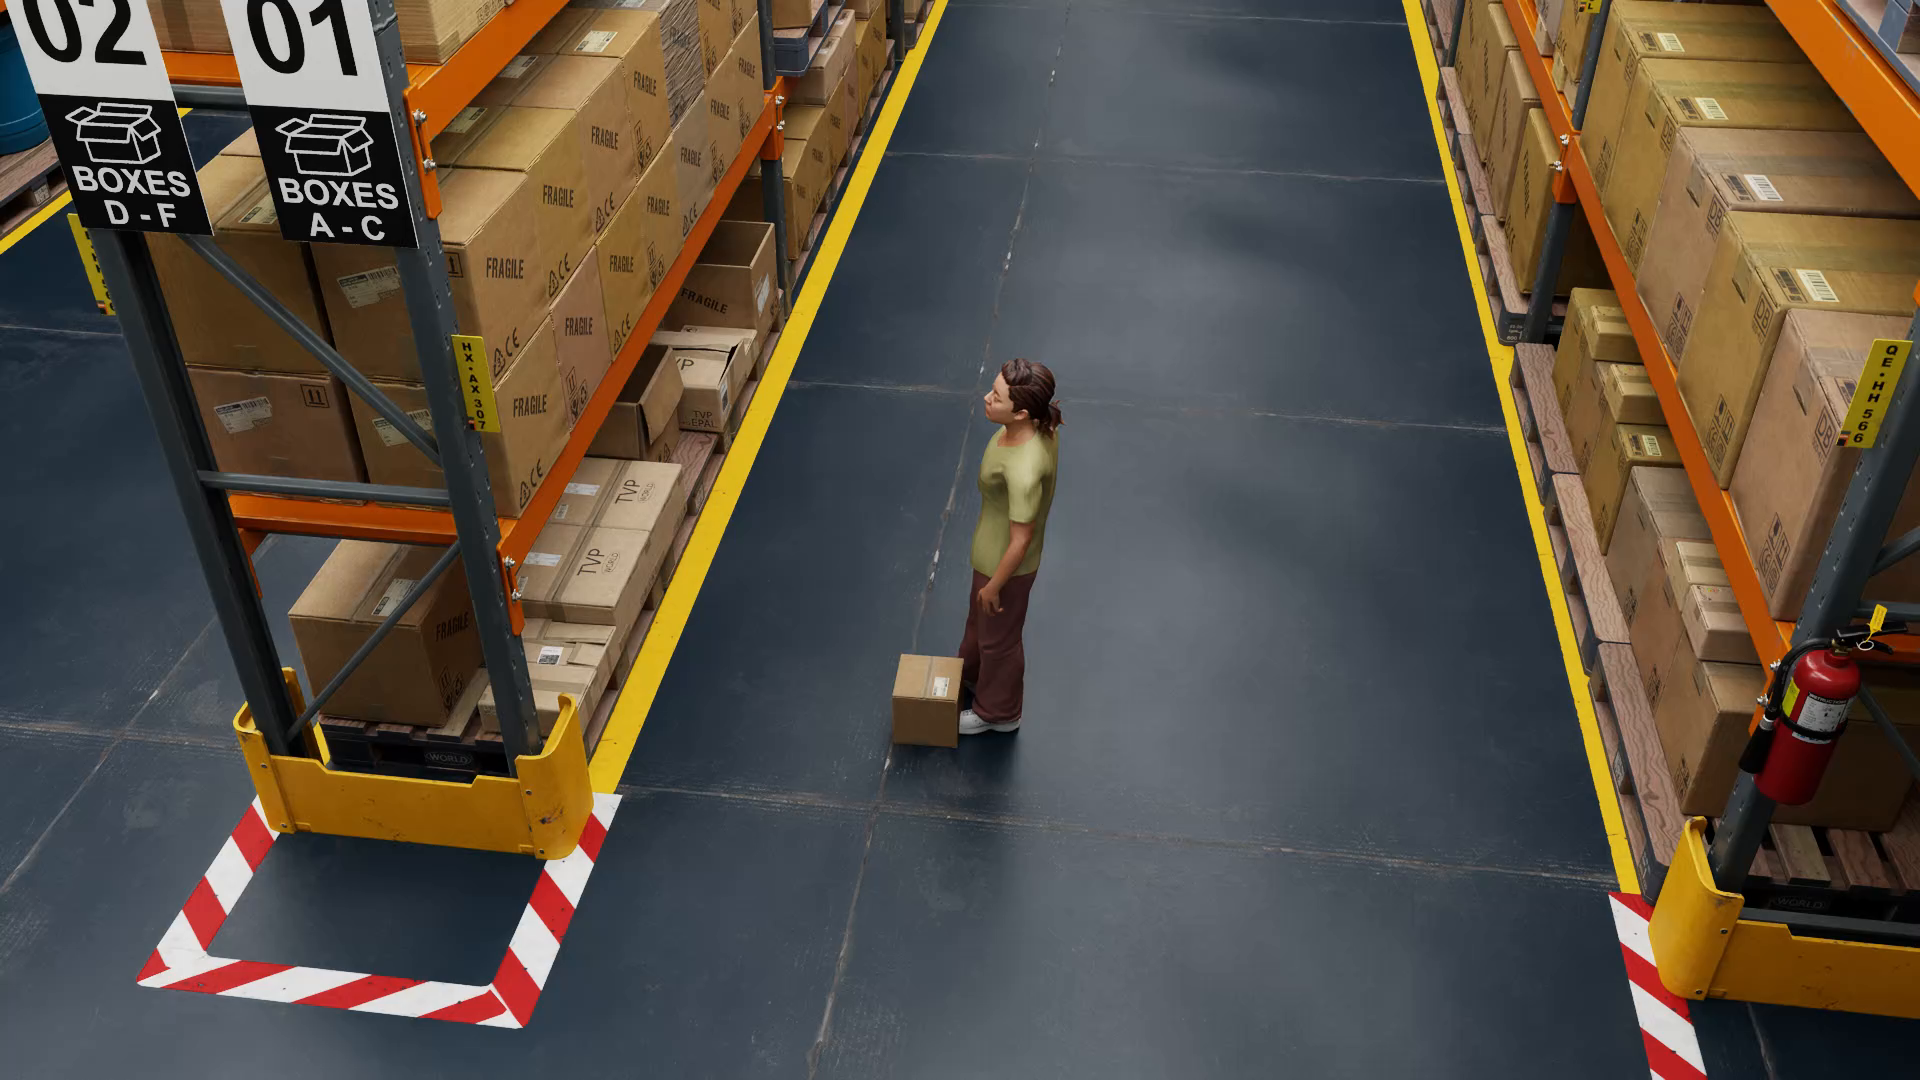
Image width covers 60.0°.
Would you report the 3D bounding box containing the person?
[{"bbox_3d":[0.097,0.051,6.076,0.548,1.660,0.554,4,36,6],"label":"person"}]
